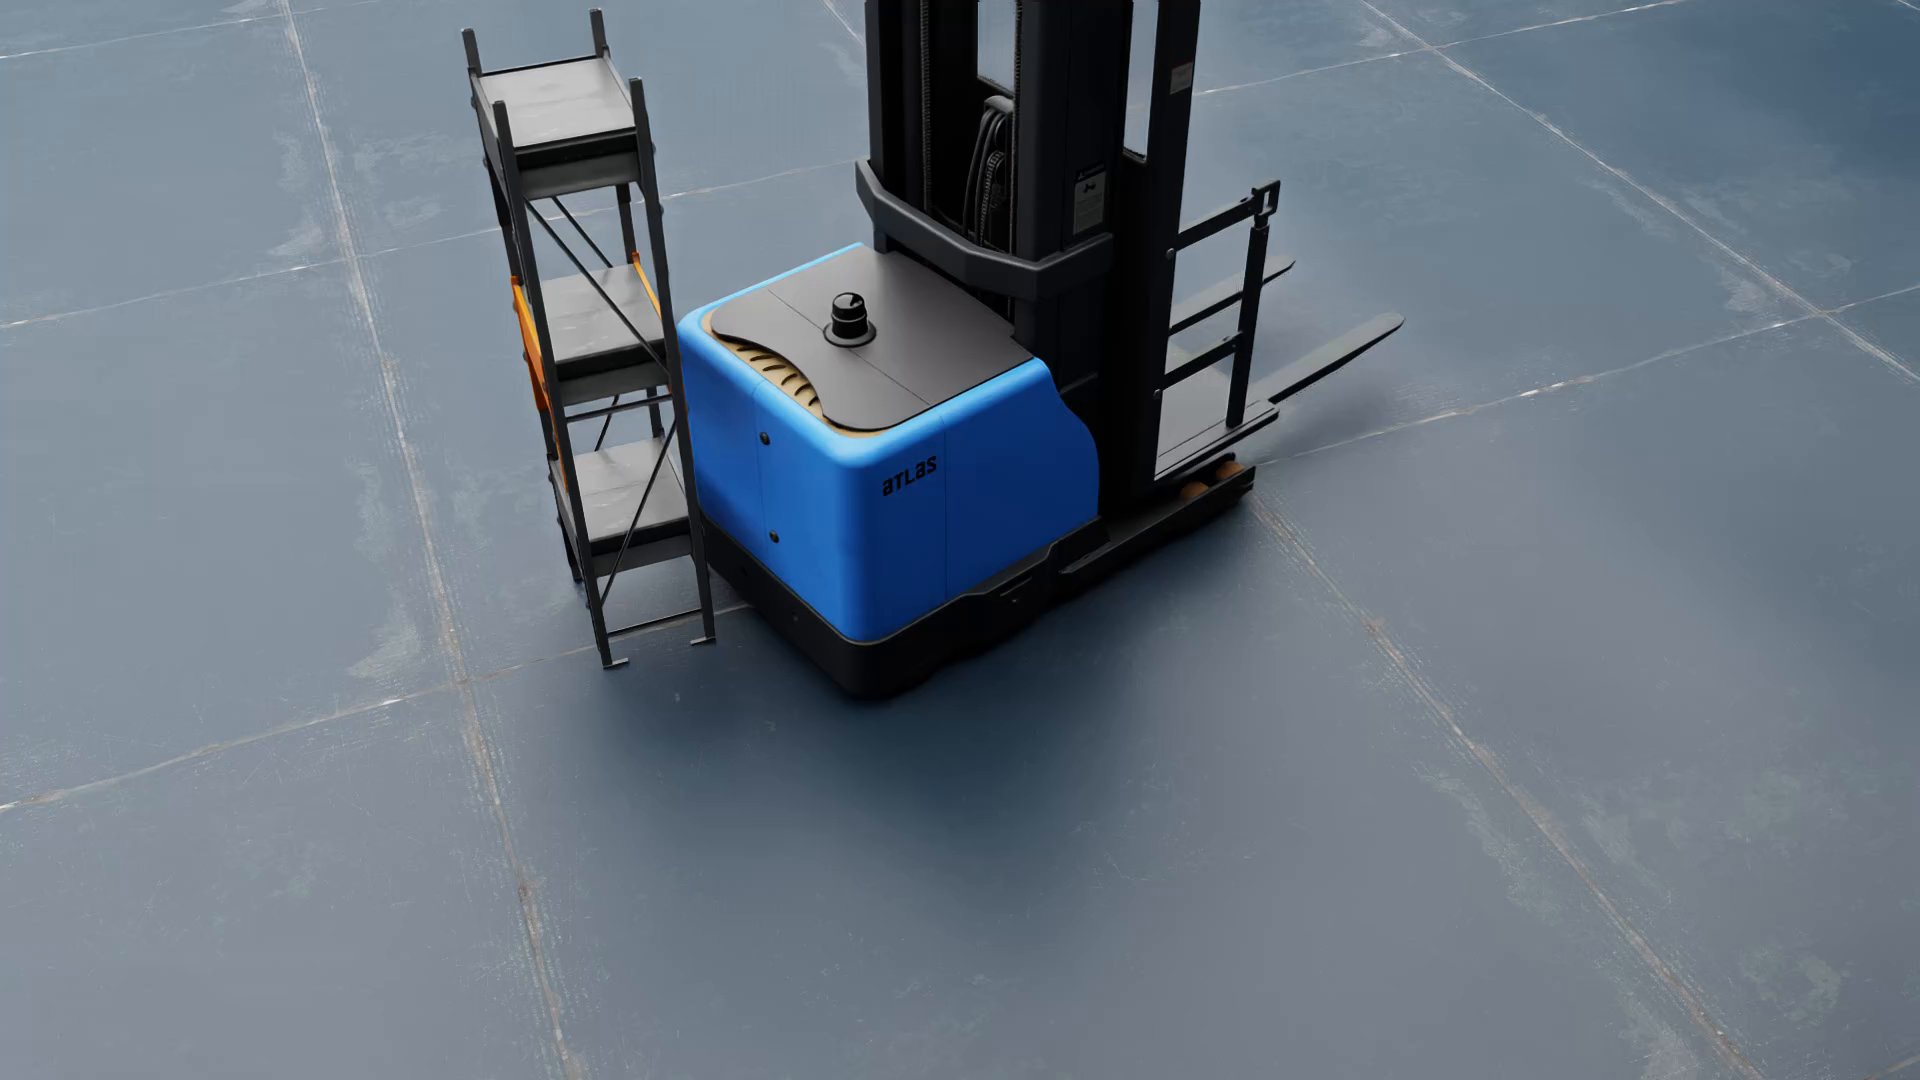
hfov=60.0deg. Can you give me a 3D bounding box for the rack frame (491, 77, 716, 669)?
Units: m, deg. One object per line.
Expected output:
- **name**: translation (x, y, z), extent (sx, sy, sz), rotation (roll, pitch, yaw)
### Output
- **rack frame**: translation (-1.045, -0.401, 5.106), extent (0.400, 2.100, 0.015), rotation (-15, 43, -16)

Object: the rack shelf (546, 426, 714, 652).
- **rack shelf**: translation (-1.137, -0.009, 5.744), extent (0.431, 0.518, 0.480), rotation (-15, 43, -16)

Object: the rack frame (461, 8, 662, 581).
- **rack frame**: translation (-1.227, -0.697, 5.448), extent (0.400, 2.100, 0.015), rotation (-15, 43, -16)

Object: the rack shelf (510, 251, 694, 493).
- **rack shelf**: translation (-1.136, -0.539, 5.286), extent (0.431, 0.518, 0.480), rotation (-15, 43, -16)

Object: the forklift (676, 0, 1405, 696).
- **forklift**: translation (0.502, -1.405, 5.636), extent (3.031, 2.935, 1.130), rotation (-29, 48, -29)

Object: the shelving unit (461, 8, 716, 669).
- **shelving unit**: translation (-1.136, -0.549, 5.277), extent (0.431, 2.100, 0.503), rotation (-15, 43, -16)

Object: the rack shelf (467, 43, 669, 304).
- **rack shelf**: translation (-1.135, -1.068, 4.828), extent (0.431, 0.518, 0.480), rotation (-15, 43, -16)
